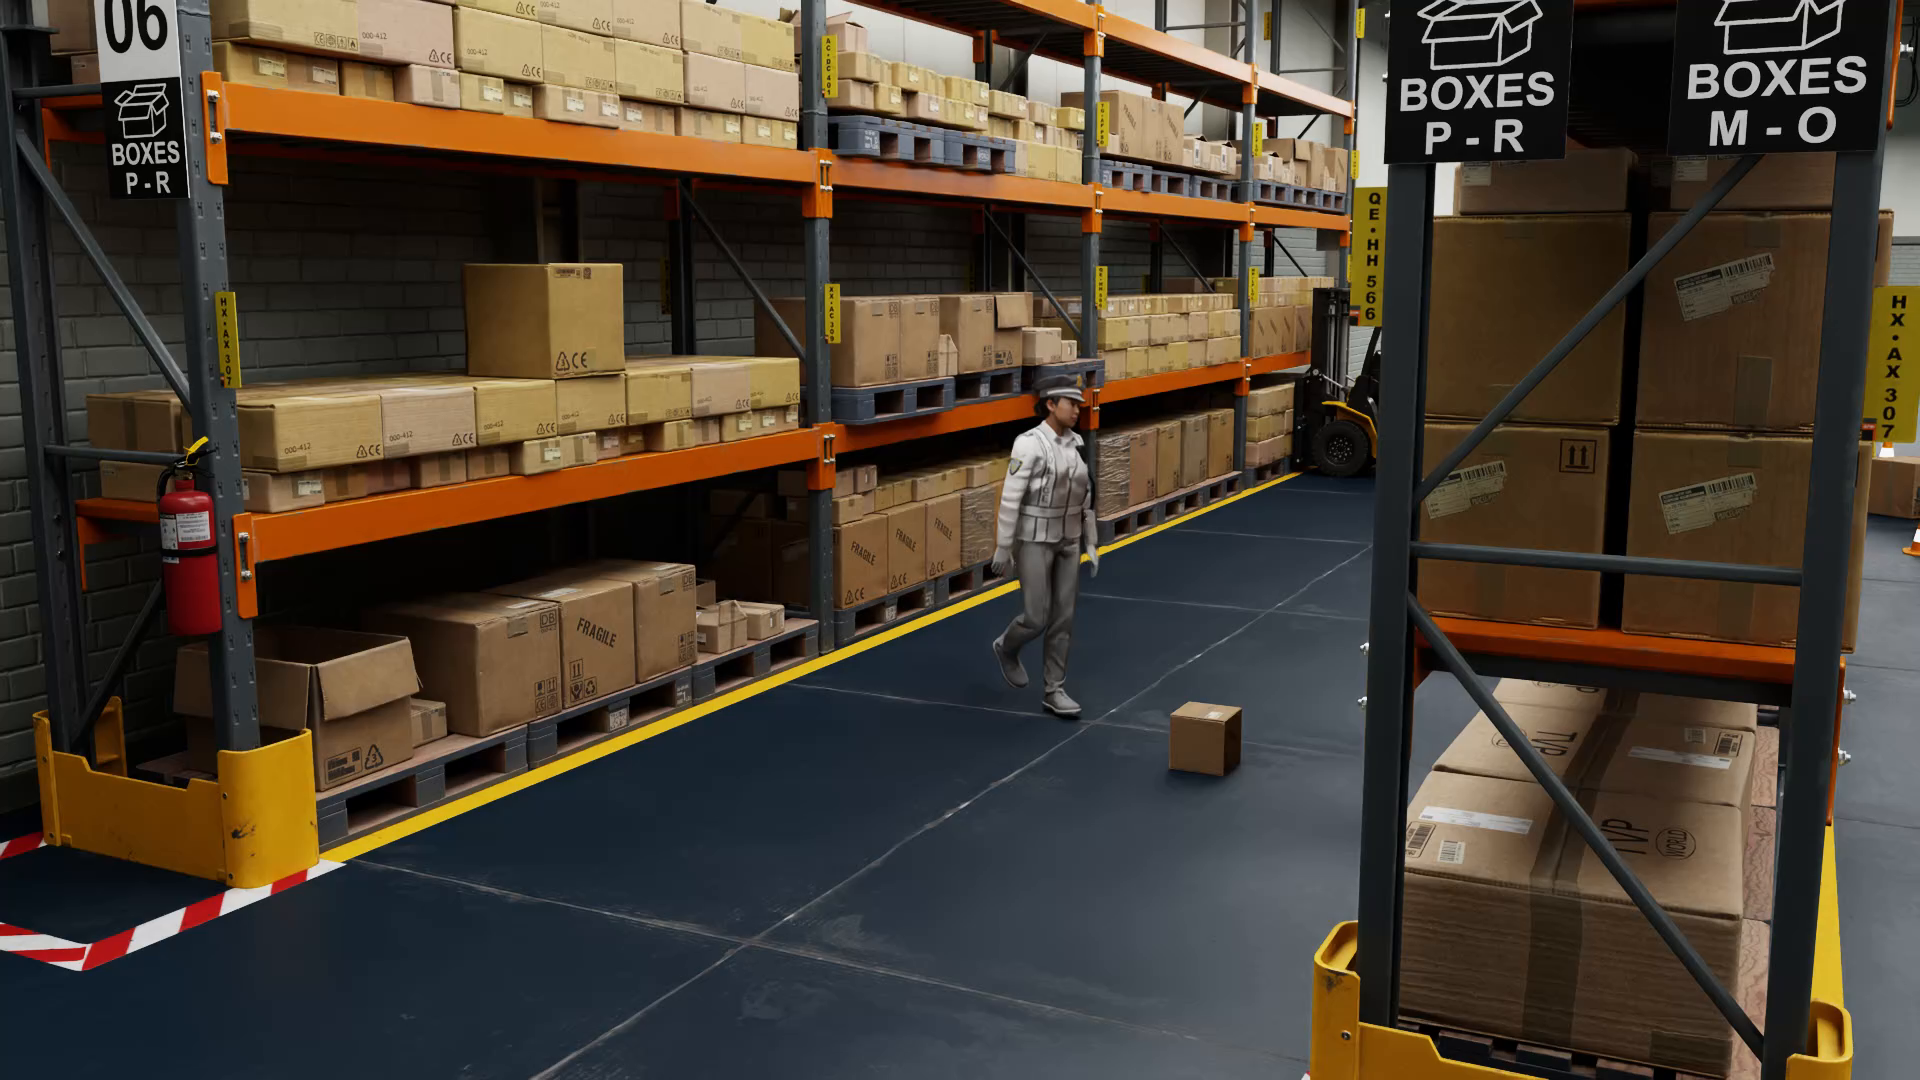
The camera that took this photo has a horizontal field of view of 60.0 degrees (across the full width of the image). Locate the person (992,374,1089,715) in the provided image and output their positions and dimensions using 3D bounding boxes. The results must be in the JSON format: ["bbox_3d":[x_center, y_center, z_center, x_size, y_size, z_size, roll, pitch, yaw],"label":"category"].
[{"bbox_3d":[0.394,0.007,8.190,0.349,1.659,0.576,-6,11,-34],"label":"person"}]
